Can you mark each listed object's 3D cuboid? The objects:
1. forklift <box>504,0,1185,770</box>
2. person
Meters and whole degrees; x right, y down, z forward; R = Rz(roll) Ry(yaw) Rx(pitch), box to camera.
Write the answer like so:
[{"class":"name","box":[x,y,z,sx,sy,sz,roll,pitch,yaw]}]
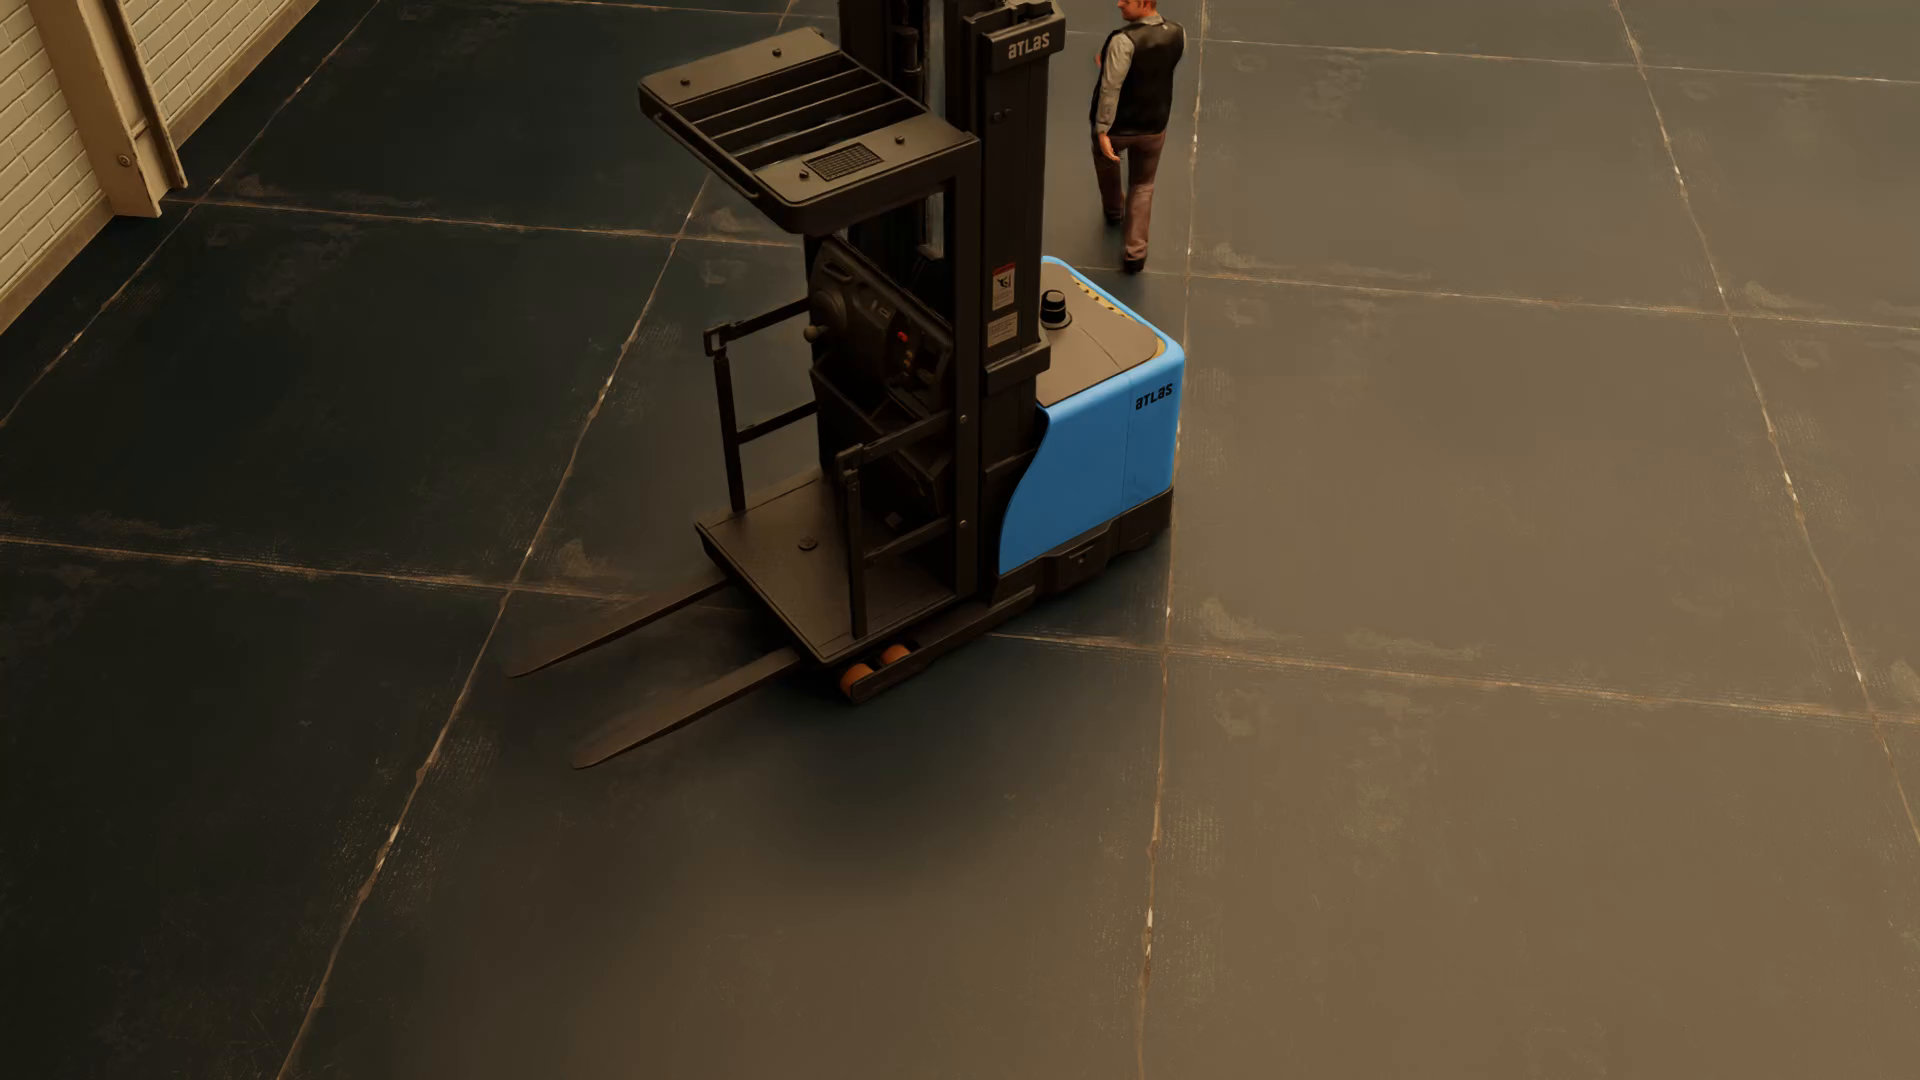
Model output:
[{"class":"forklift","box":[-0.496,-0.793,6.588,3.031,2.935,1.130,-26,49,-26]},{"class":"person","box":[0.947,-2.344,9.249,0.556,1.664,0.938,-5,43,-5]}]
